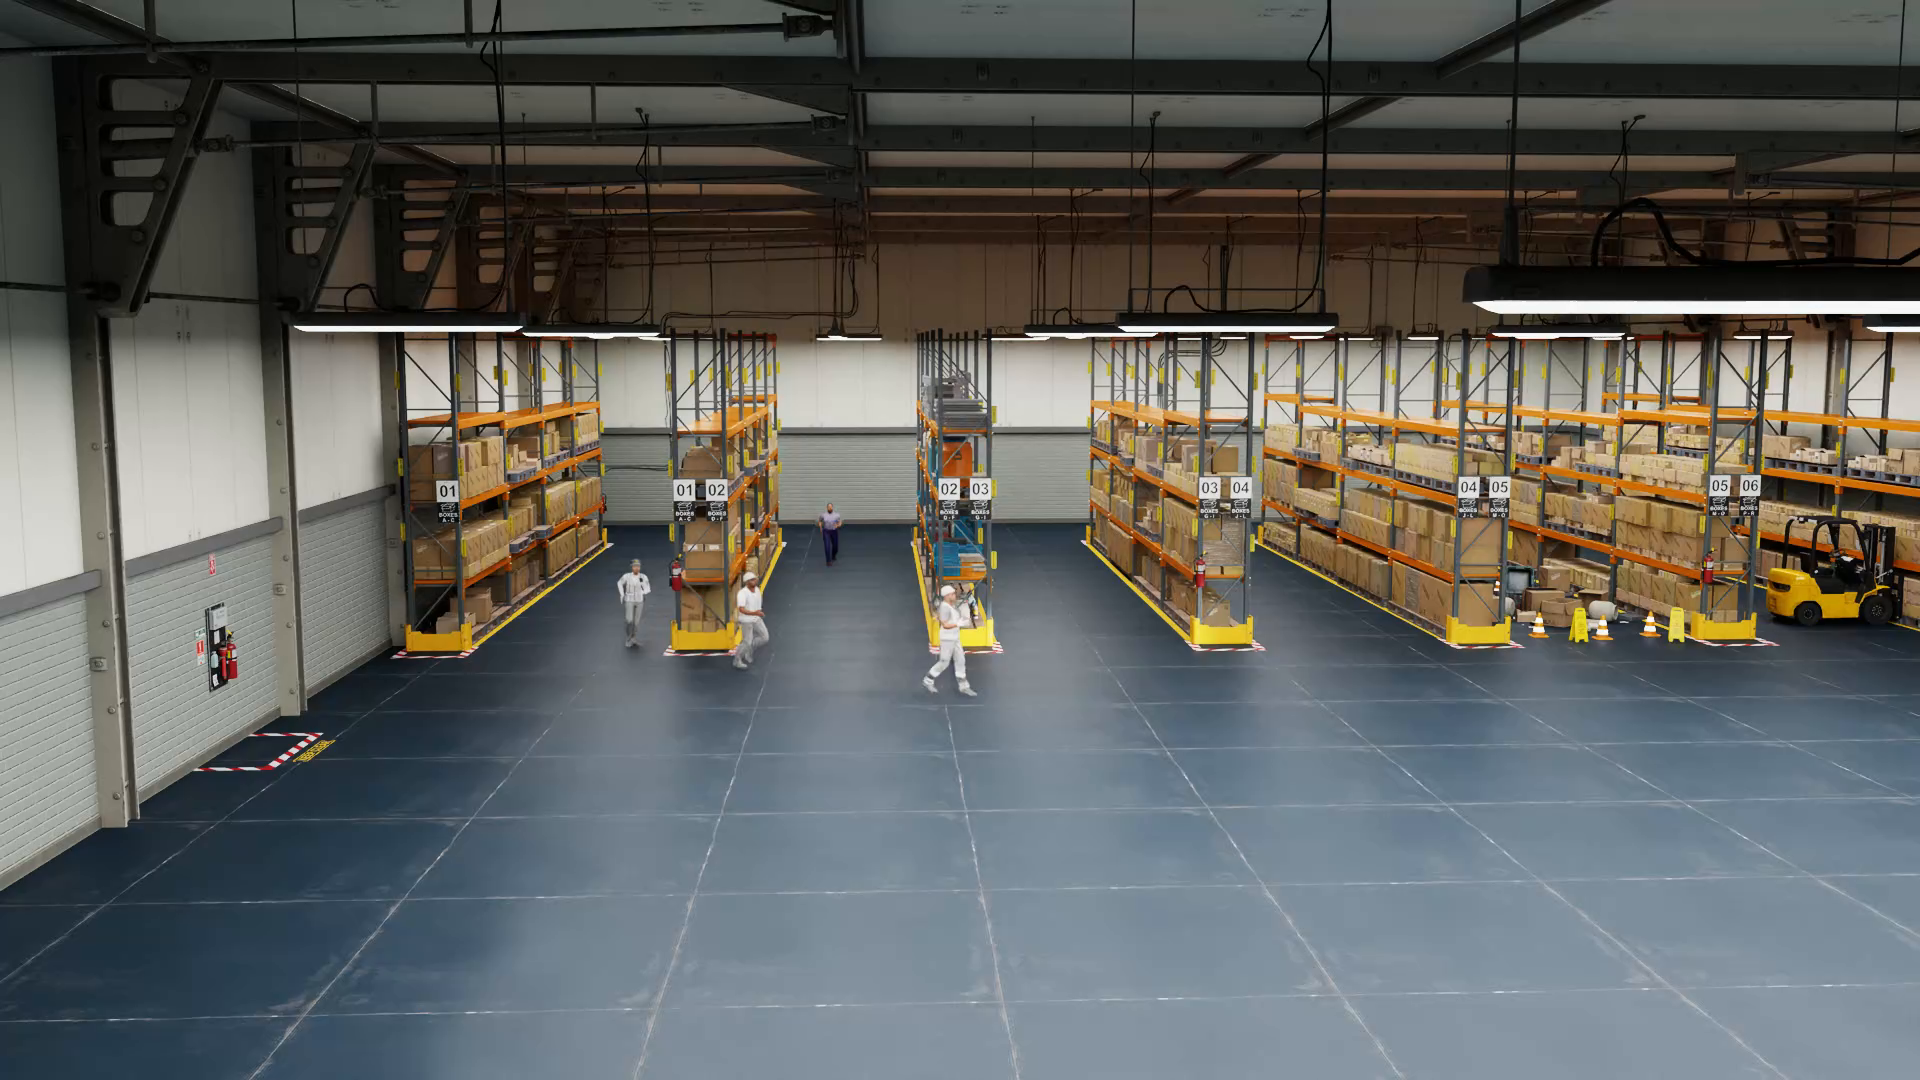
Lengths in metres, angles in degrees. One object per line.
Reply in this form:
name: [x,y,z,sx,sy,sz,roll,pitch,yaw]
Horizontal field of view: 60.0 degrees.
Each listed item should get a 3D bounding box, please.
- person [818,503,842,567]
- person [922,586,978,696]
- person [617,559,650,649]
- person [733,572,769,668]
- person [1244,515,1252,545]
person: [-3.365,-0.145,43.062,0.620,1.601,0.813,-1,7,-8]
person: [-0.174,1.635,26.940,0.915,1.806,0.644,2,7,15]
person: [-6.177,1.198,31.528,0.583,1.715,0.662,-2,7,-16]
person: [-3.664,1.408,29.338,0.744,1.715,0.721,4,8,32]
person: [7.608,-0.384,44.913,0.570,1.673,0.591,0,7,0]
